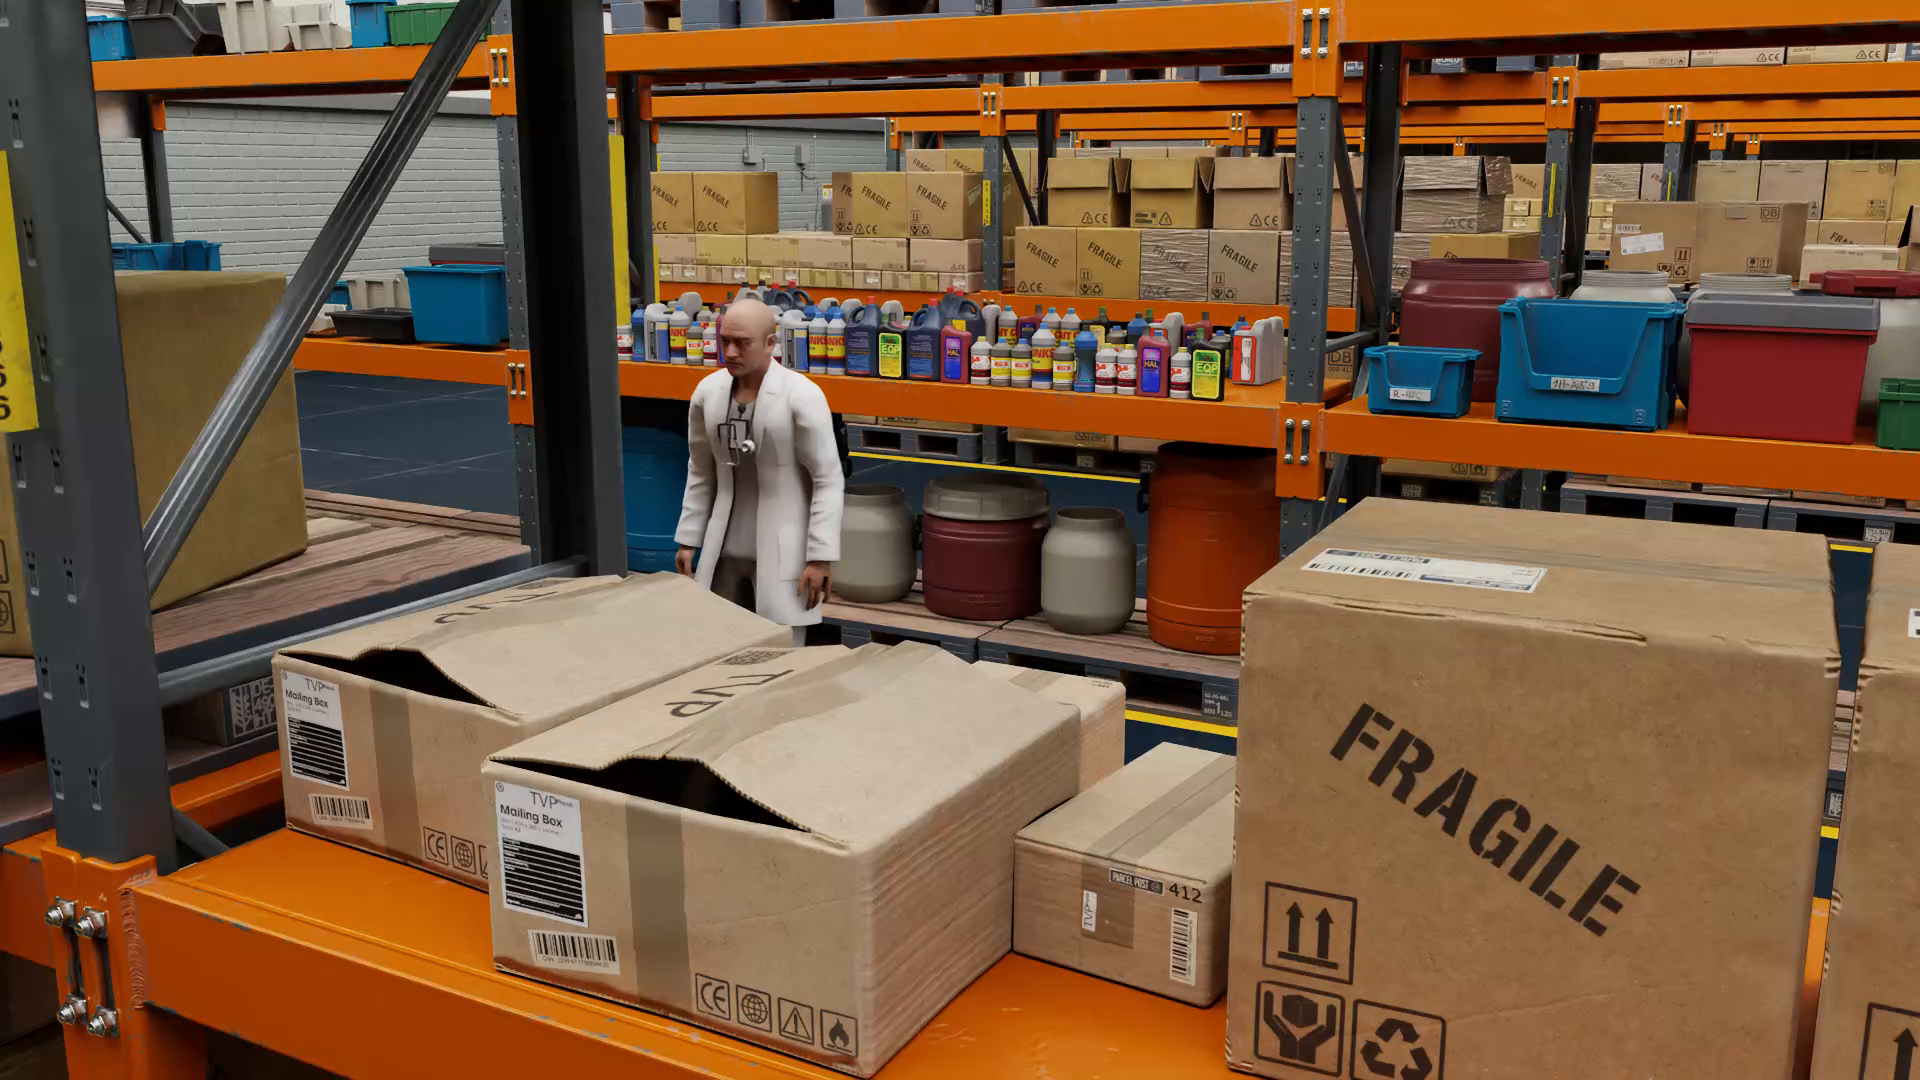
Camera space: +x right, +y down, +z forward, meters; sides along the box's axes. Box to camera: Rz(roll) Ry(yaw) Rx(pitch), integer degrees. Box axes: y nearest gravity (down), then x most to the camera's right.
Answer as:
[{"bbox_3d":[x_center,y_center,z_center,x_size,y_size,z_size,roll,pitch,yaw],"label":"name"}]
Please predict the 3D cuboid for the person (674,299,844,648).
[{"bbox_3d":[-0.697,0.056,5.749,0.655,1.774,0.415,6,14,27],"label":"person"}]
